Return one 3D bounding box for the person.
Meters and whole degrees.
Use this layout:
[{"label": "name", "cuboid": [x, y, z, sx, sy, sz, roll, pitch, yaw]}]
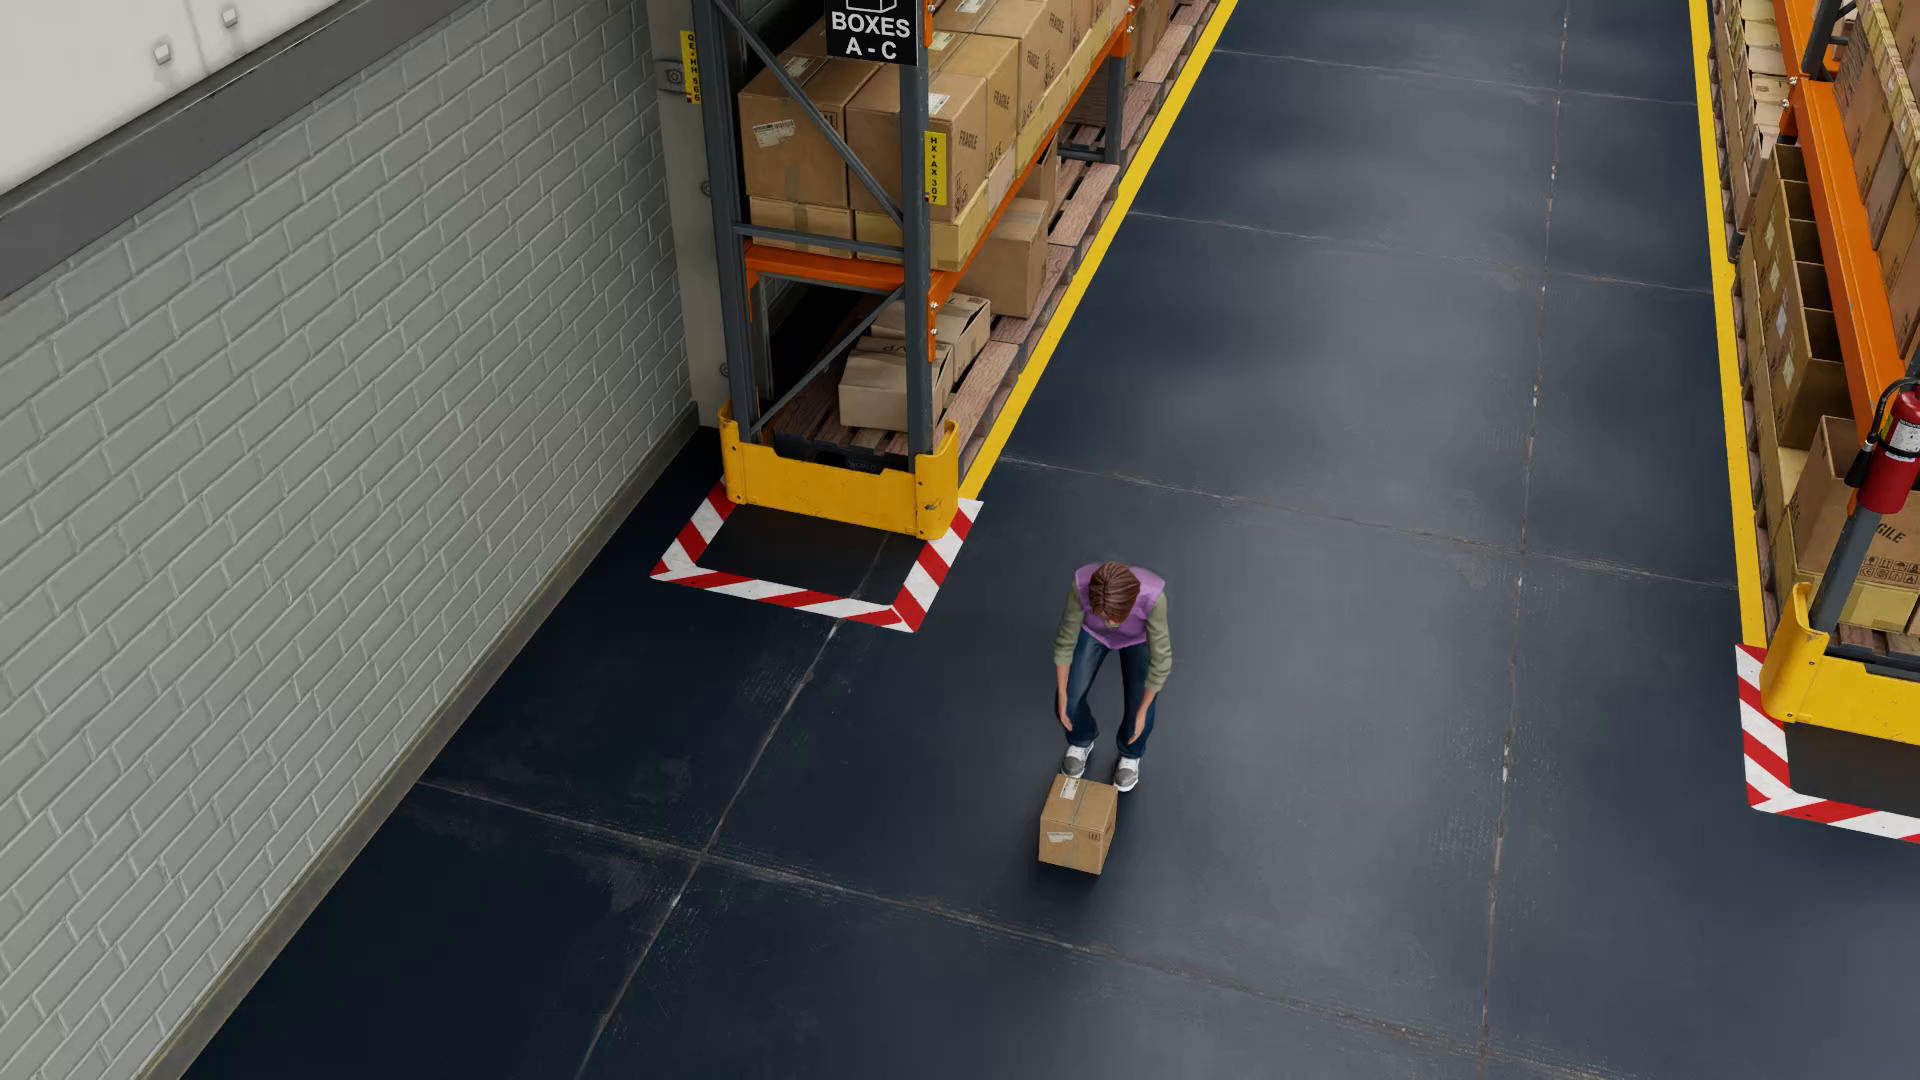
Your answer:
[{"label": "person", "cuboid": [0.618, 0.485, 6.551, 0.463, 1.255, 0.673, 11, 39, 14]}]
